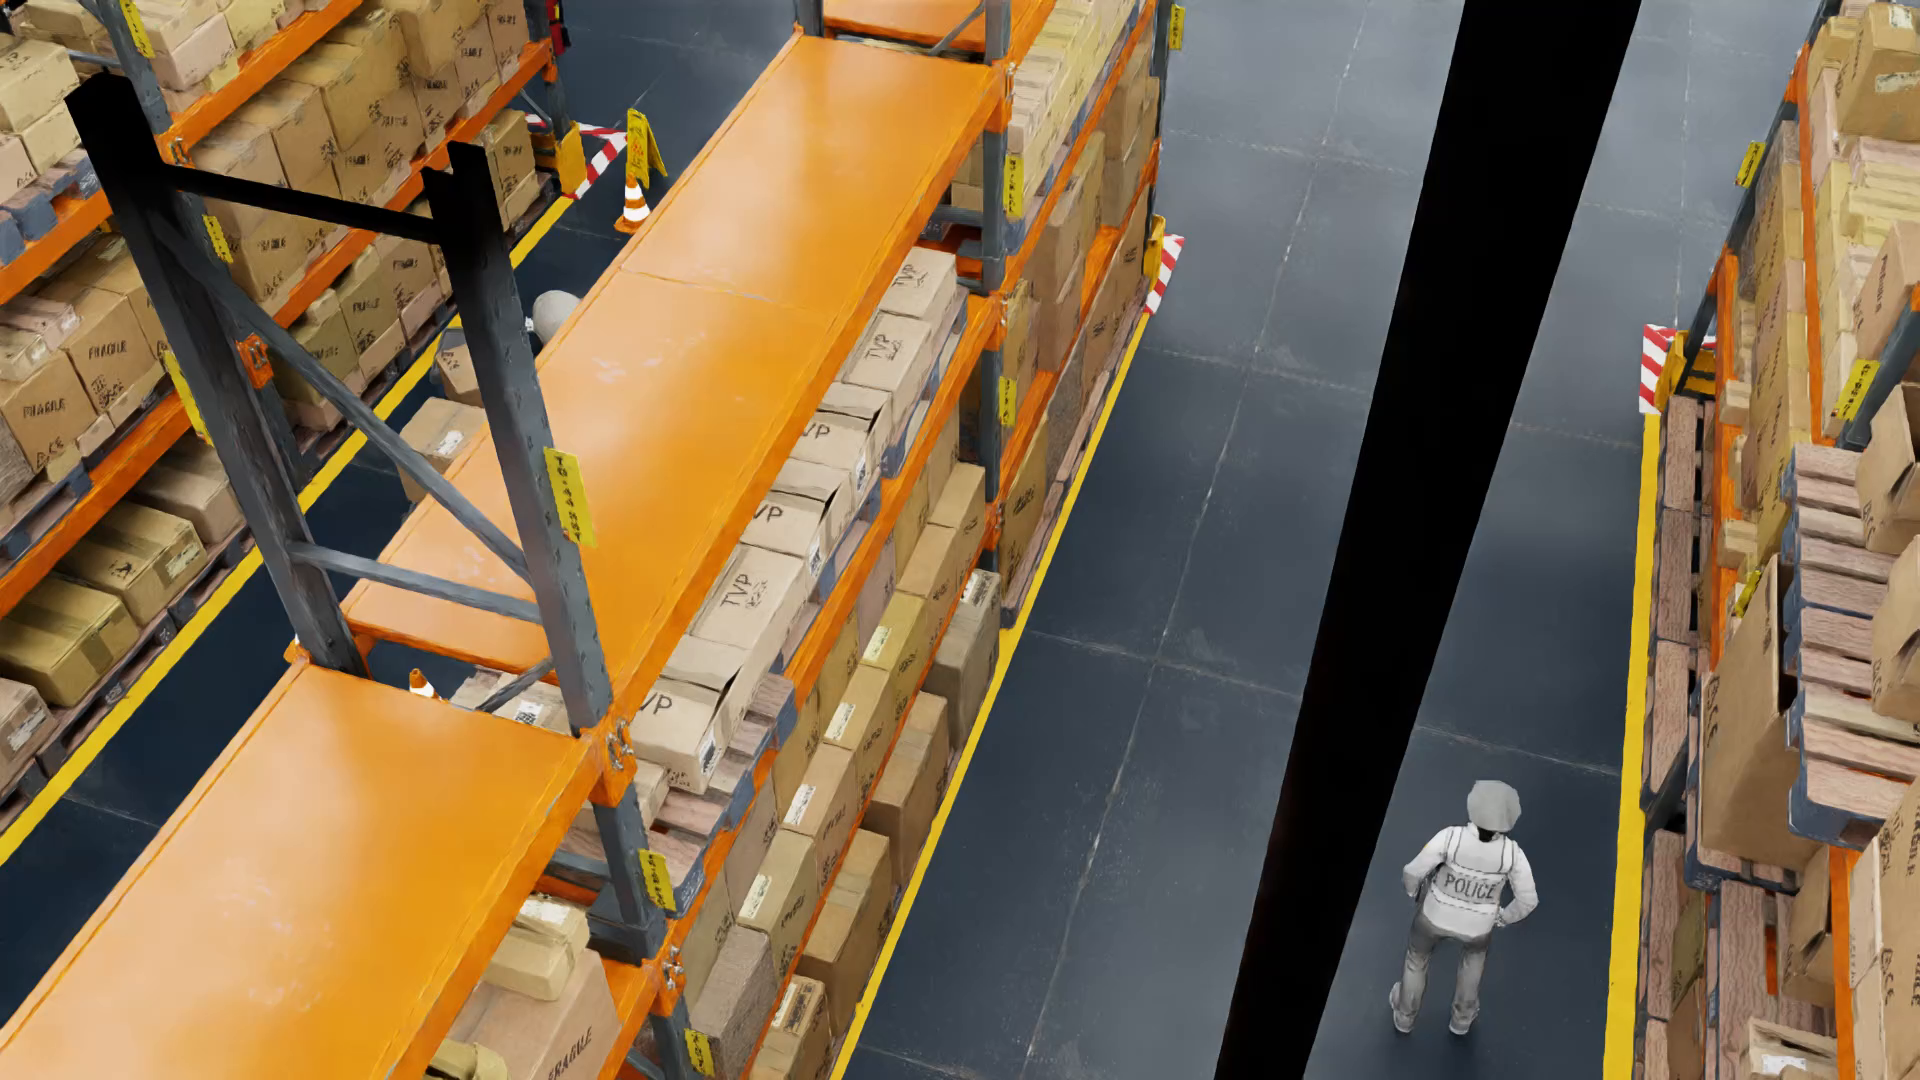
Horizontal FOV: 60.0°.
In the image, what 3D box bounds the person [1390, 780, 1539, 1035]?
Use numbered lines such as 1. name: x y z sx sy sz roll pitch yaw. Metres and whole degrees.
1. person: 2.466 1.838 8.214 0.639 1.628 0.506 11 47 11
